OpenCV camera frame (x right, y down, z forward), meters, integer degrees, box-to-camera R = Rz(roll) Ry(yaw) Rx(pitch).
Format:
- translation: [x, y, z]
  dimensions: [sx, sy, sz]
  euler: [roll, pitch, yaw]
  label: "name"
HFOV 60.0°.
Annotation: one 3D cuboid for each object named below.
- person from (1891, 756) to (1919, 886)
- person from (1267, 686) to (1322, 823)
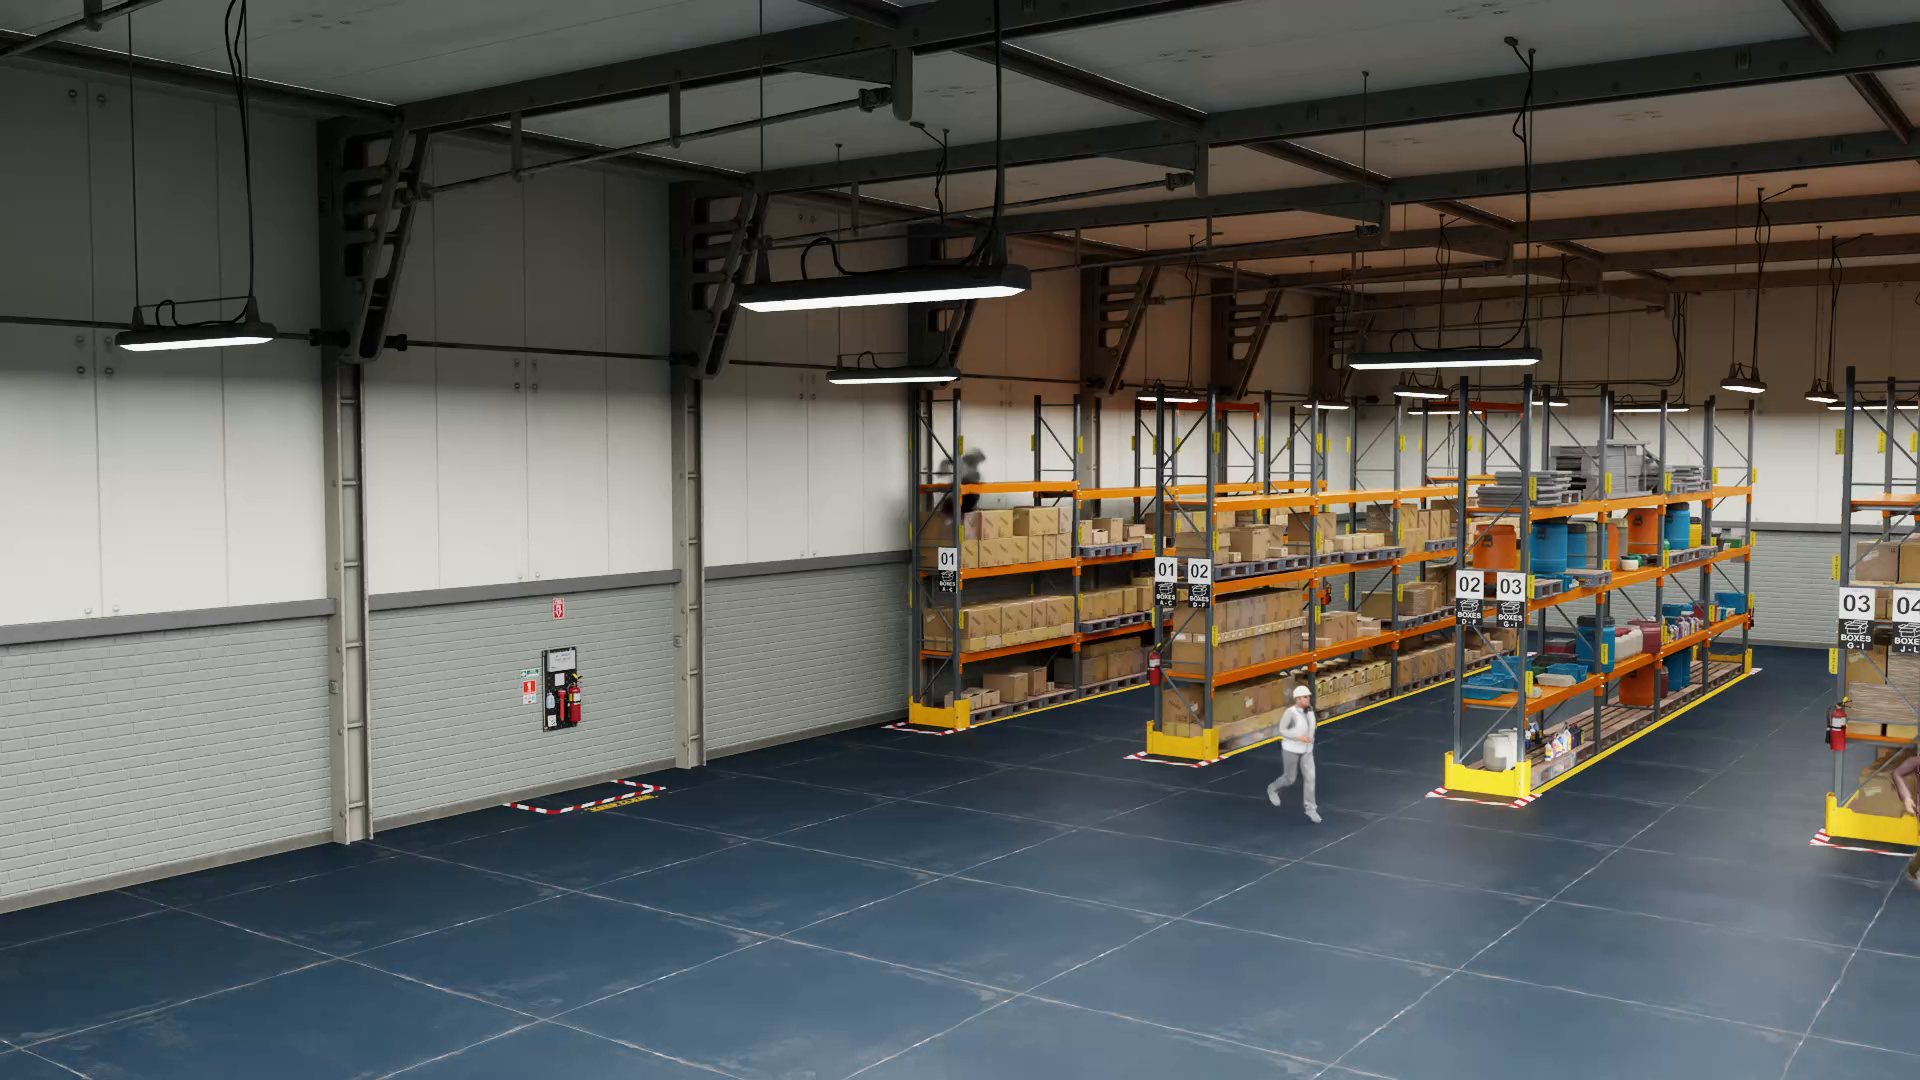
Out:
- translation: [10.879, 3.075, 18.541]
  dimensions: [0.694, 1.819, 0.802]
  euler: [-1, 3, -14]
  label: "person"
- translation: [4.535, 2.839, 22.417]
  dimensions: [0.679, 1.781, 1.017]
  euler: [-2, 4, -33]
  label: "person"
